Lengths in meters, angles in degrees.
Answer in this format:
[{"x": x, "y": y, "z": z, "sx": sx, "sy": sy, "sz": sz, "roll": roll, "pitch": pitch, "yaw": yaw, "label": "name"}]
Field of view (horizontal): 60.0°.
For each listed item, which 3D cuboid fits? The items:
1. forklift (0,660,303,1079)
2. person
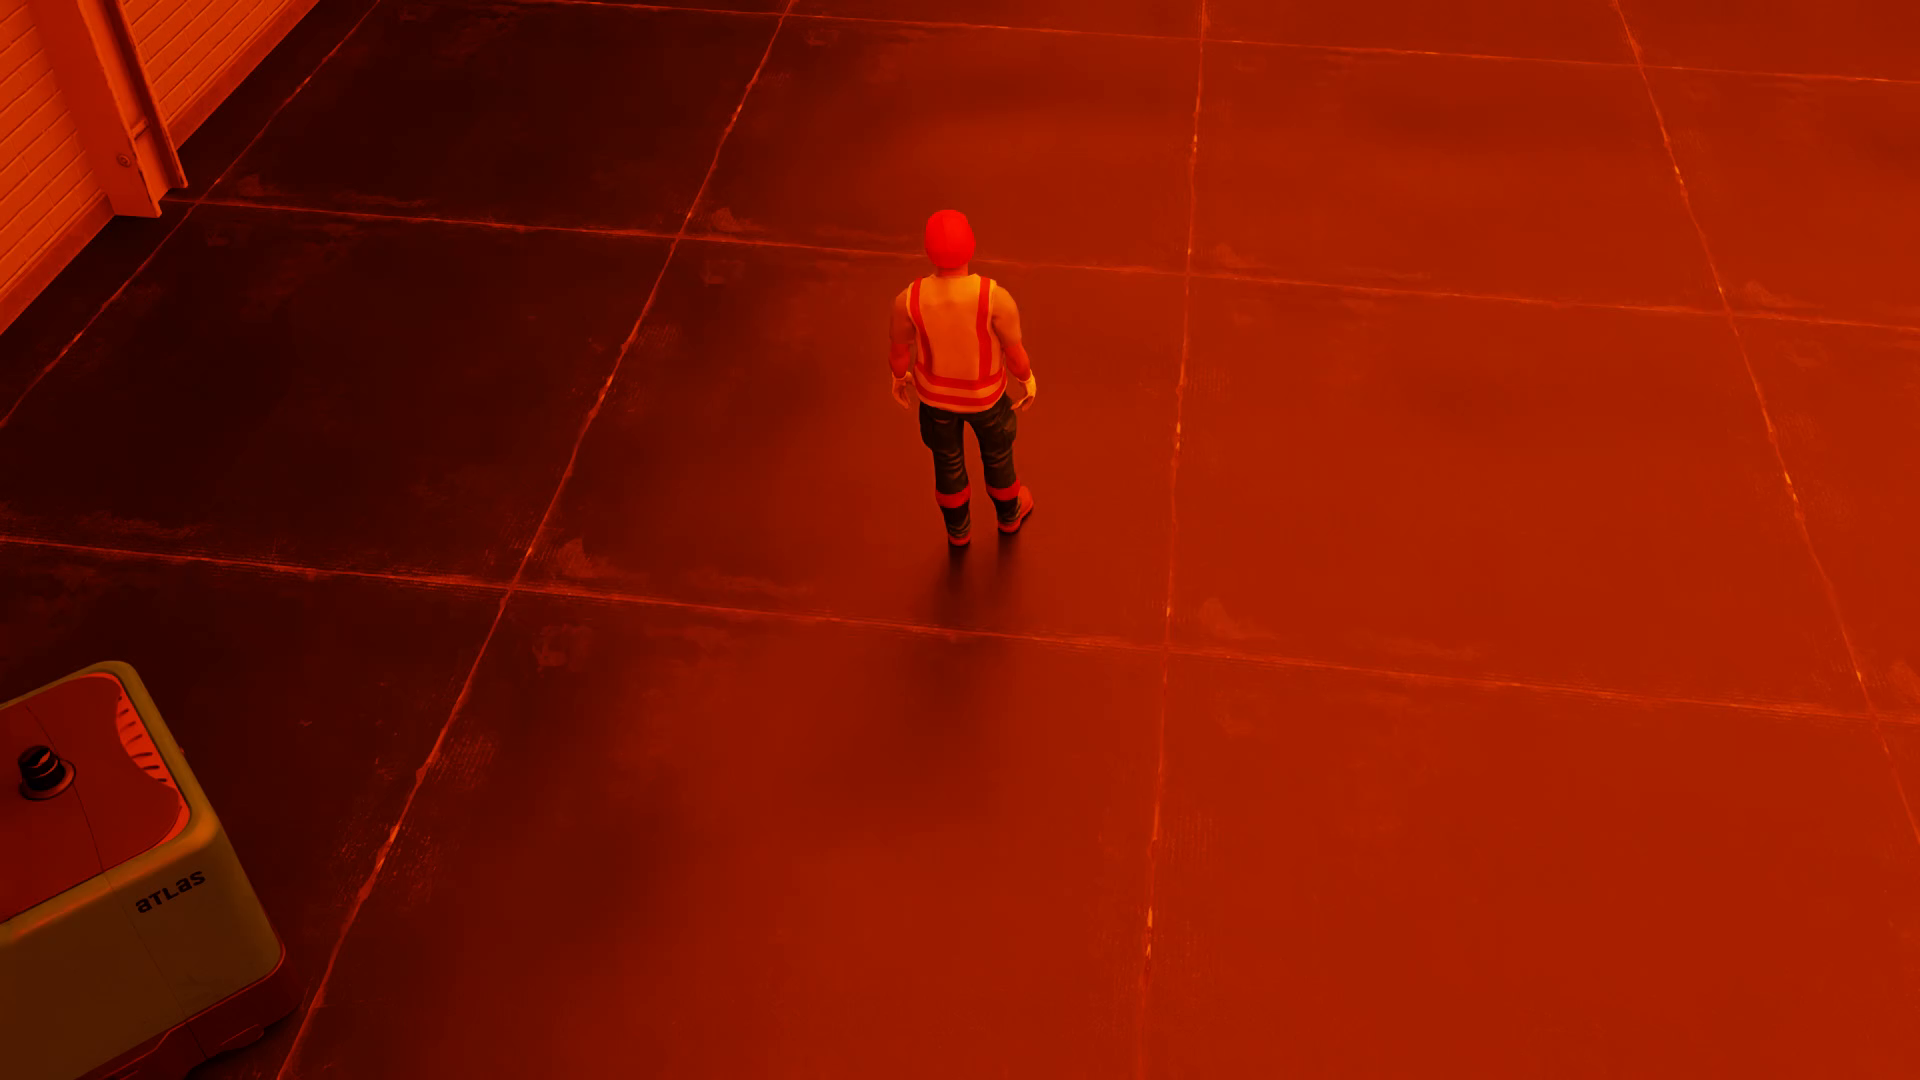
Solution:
[{"x": -3.848, "y": 0.979, "z": 4.659, "sx": 3.031, "sy": 2.935, "sz": 1.130, "roll": -28, "pitch": 49, "yaw": -27, "label": "forklift"}, {"x": 0.023, "y": -0.717, "z": 7.338, "sx": 0.637, "sy": 1.787, "sz": 0.564, "roll": 5, "pitch": 43, "yaw": 6, "label": "person"}]
